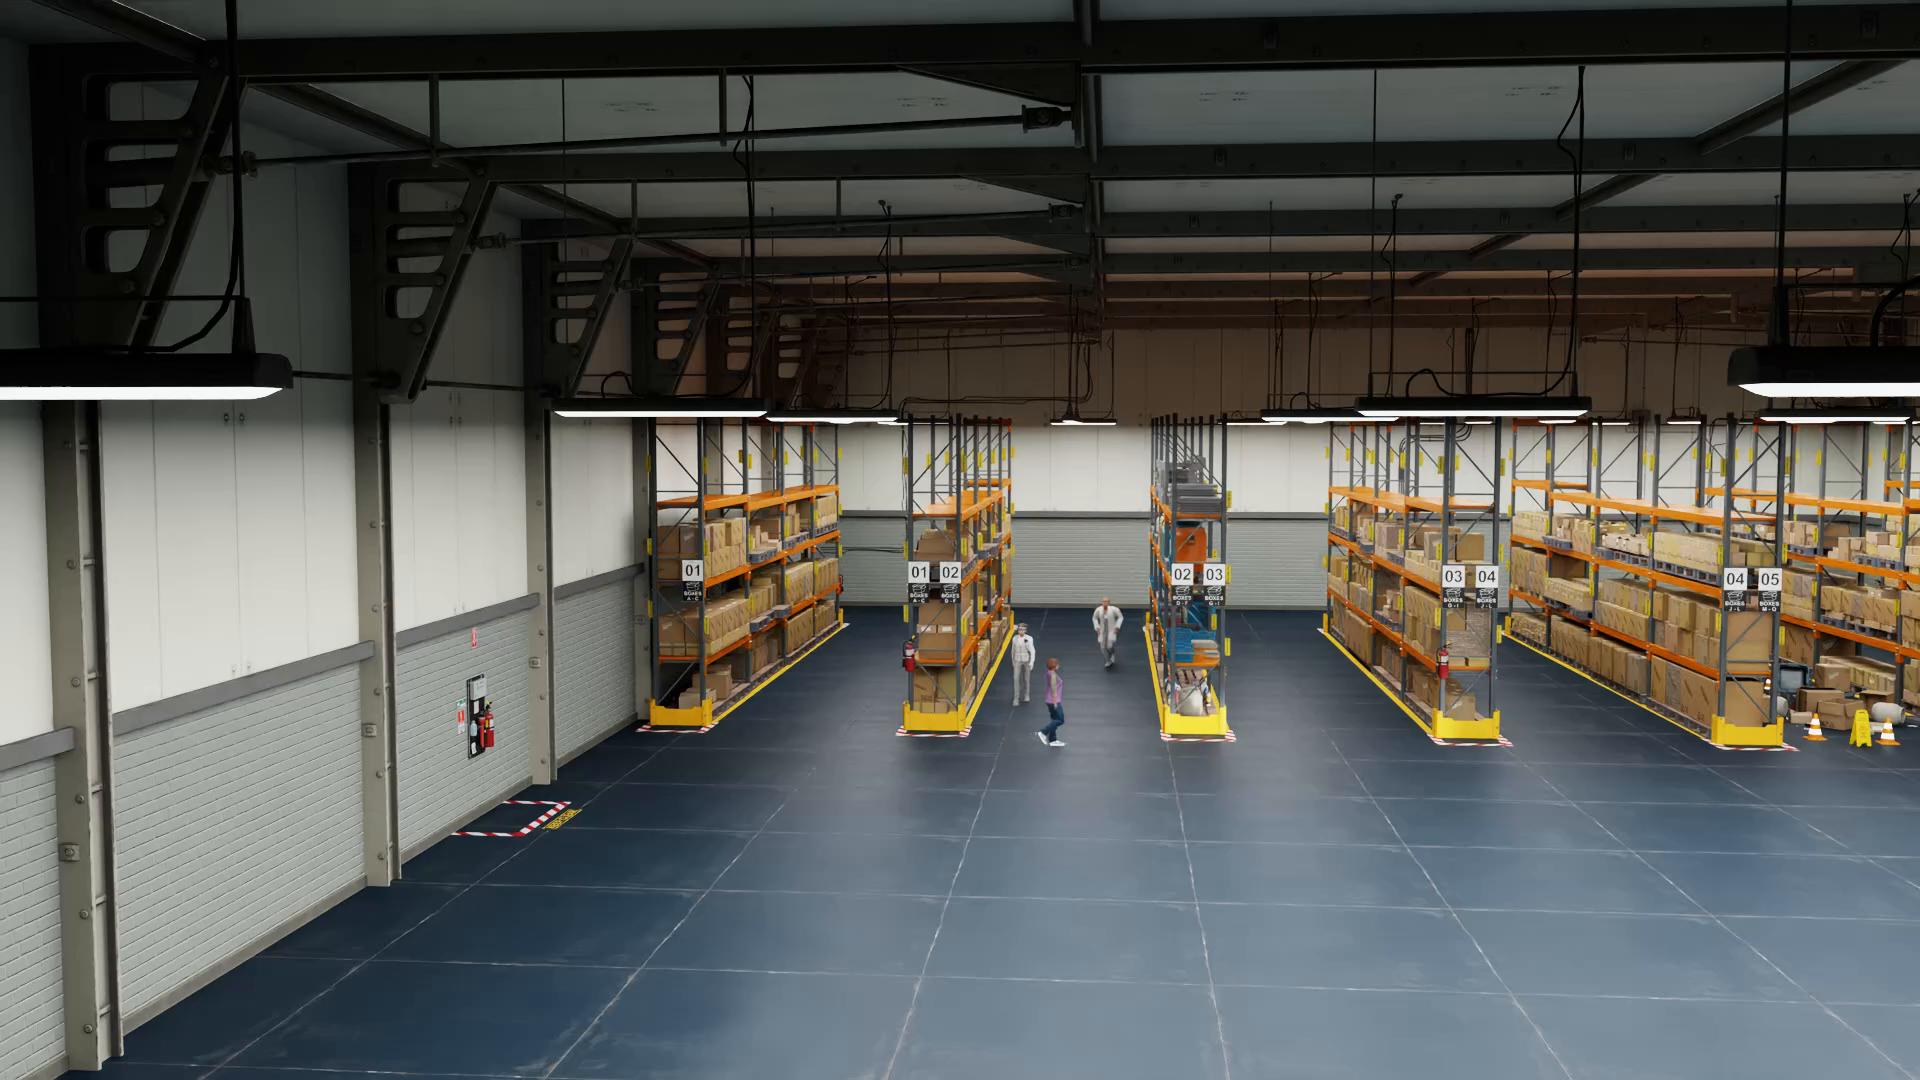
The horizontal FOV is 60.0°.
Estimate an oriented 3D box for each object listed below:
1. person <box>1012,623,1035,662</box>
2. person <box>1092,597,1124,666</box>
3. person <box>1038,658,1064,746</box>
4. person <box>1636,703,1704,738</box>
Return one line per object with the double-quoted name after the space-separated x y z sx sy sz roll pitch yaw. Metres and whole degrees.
1.315 2.138 34.617 0.535 0.825 0.347 1 4 15 "person"
3.560 2.200 39.959 0.752 1.689 0.646 1 4 17 "person"
1.626 2.909 29.772 0.521 1.592 0.437 -1 4 -13 "person"
17.723 2.707 33.134 8.584 1.589 3.941 0 4 -7 "person"
